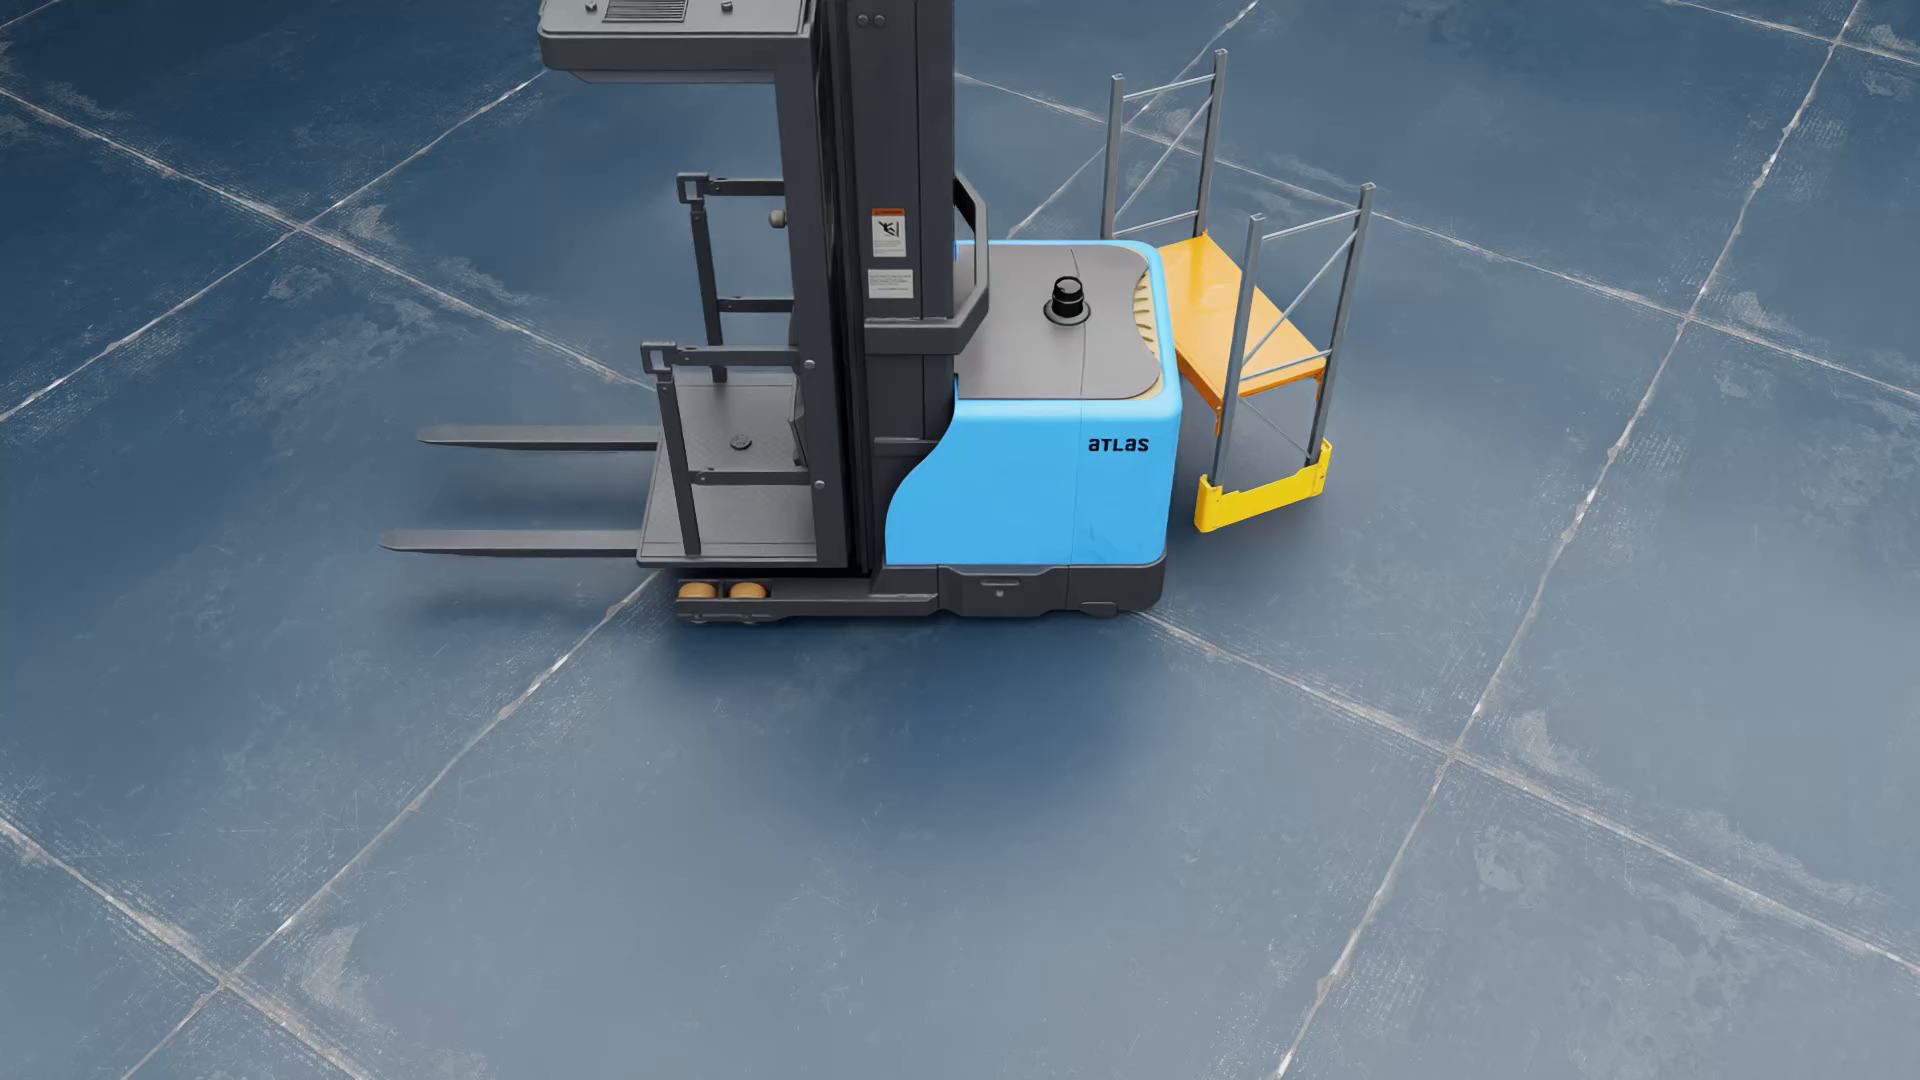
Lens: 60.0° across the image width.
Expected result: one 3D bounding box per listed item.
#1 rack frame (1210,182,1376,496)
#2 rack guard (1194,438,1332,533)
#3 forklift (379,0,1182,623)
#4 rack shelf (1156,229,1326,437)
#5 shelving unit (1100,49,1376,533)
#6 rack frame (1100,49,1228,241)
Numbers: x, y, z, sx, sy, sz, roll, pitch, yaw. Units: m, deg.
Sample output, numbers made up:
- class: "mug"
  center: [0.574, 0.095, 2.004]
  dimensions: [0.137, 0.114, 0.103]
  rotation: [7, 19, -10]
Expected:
- class: "rack frame"
  center: [1.237, -0.661, 6.346]
  dimensions: [0.500, 1.500, 0.032]
  rotation: [-18, 49, -17]
- class: "rack guard"
  center: [1.236, -0.226, 6.795]
  dimensions: [0.587, 0.250, 0.087]
  rotation: [-18, 49, -17]
- class: "forklift"
  center: [-0.729, -1.081, 5.757]
  dimensions: [3.031, 2.935, 1.130]
  rotation: [0, 46, 0]
- class: "rack shelf"
  center: [1.026, -0.867, 6.798]
  dimensions: [0.538, 0.185, 1.000]
  rotation: [-18, 49, -17]
- class: "shelving unit"
  center: [1.030, -0.987, 6.663]
  dimensions: [0.587, 1.500, 1.083]
  rotation: [-18, 49, -17]
- class: "rack frame"
  center: [0.816, -1.325, 6.991]
  dimensions: [0.500, 1.500, 0.032]
  rotation: [-18, 49, -17]
